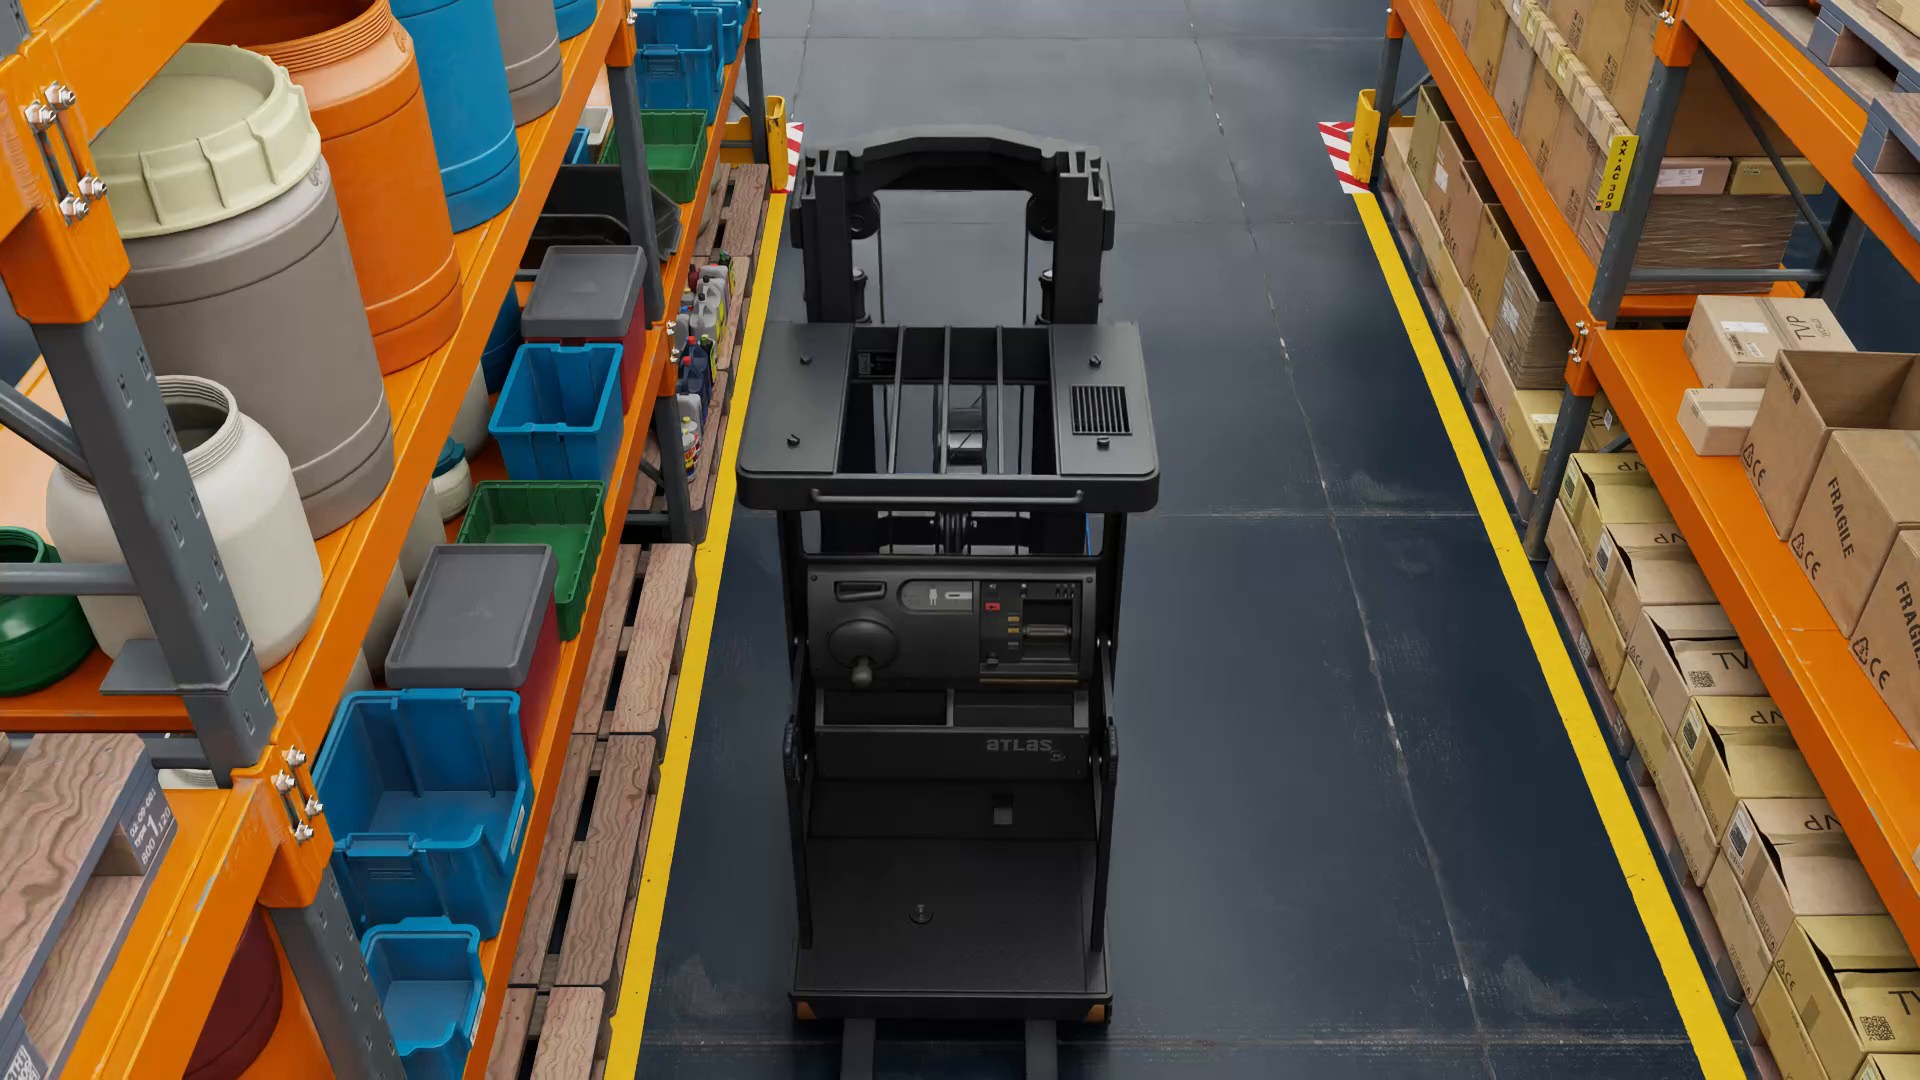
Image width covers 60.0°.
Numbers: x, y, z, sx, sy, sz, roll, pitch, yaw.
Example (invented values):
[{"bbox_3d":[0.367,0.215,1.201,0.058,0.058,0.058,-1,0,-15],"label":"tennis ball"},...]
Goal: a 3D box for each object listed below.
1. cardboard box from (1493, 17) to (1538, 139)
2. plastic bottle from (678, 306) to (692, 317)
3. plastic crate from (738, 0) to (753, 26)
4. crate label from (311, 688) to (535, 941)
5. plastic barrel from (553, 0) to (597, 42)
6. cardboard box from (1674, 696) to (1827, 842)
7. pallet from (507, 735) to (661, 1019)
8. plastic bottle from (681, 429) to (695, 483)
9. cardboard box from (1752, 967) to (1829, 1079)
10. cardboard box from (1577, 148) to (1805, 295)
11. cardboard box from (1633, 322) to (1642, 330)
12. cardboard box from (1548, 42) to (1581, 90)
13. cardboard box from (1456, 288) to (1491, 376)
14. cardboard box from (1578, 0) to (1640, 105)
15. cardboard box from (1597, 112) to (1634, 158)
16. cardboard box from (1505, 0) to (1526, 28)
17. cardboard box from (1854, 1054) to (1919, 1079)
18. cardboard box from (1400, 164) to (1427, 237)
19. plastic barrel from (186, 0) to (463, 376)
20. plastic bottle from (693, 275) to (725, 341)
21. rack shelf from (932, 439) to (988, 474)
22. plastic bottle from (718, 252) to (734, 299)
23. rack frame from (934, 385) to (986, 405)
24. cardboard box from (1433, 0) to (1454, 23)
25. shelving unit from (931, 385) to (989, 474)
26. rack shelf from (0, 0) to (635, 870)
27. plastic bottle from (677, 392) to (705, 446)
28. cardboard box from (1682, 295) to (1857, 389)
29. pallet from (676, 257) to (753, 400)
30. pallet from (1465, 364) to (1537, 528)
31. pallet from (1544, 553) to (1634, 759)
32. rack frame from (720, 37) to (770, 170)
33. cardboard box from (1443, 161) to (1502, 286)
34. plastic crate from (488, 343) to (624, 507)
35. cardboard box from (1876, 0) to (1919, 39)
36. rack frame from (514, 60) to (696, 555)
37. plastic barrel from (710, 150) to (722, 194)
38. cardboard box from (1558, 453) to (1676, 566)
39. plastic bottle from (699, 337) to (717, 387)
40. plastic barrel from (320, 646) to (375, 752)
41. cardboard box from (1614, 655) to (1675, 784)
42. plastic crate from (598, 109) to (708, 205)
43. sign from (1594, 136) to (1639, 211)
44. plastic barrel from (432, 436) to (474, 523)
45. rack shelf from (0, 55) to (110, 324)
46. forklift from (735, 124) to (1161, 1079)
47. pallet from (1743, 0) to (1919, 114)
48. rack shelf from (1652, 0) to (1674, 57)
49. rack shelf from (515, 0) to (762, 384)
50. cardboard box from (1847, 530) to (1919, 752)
[{"bbox_3d":[3.178,-2.384,8.492,0.700,0.500,0.500,1,39,1],"label":"cardboard box"},{"bbox_3d":[-1.470,-1.160,8.930,0.097,0.201,0.097,0,39,0],"label":"plastic bottle"},{"bbox_3d":[-1.467,-3.233,9.750,0.499,0.251,0.616,0,39,0],"label":"plastic crate"},{"bbox_3d":[-1.489,0.764,4.616,0.502,0.435,0.616,0,39,0],"label":"crate label"},{"bbox_3d":[-1.545,-2.151,5.481,0.600,0.901,0.708,0,39,0],"label":"plastic barrel"},{"bbox_3d":[2.945,0.807,6.005,0.500,0.311,0.500,1,39,1],"label":"cardboard box"},{"bbox_3d":[-1.719,1.242,6.277,1.003,0.211,1.213,0,39,0],"label":"pallet"},{"bbox_3d":[-1.325,-0.409,7.937,0.097,0.271,0.097,0,39,0],"label":"plastic bottle"},{"bbox_3d":[2.947,1.656,5.394,0.500,0.250,0.500,0,39,-1],"label":"cardboard box"},{"bbox_3d":[3.184,-1.420,7.289,0.700,0.500,0.500,-1,39,-1],"label":"cardboard box"},{"bbox_3d":[3.495,-1.090,8.221,0.500,0.500,0.500,0,39,0],"label":"cardboard box"},{"bbox_3d":[2.977,-2.202,7.746,0.380,0.149,0.250,0,39,0],"label":"cardboard box"},{"bbox_3d":[2.966,-1.110,8.845,0.500,0.250,0.500,0,39,0],"label":"cardboard box"},{"bbox_3d":[3.182,-2.243,7.278,0.700,0.500,0.500,0,39,0],"label":"cardboard box"},{"bbox_3d":[2.978,-1.720,7.145,0.380,0.149,0.250,-1,39,-1],"label":"cardboard box"},{"bbox_3d":[2.972,-2.691,8.356,0.380,0.149,0.250,0,39,0],"label":"cardboard box"},{"bbox_3d":[2.949,1.761,4.814,0.500,0.311,0.500,1,39,1],"label":"cardboard box"},{"bbox_3d":[2.969,-2.048,10.015,0.500,0.250,0.500,0,39,0],"label":"cardboard box"},{"bbox_3d":[-1.543,-0.862,3.930,0.600,0.830,0.708,0,39,0],"label":"plastic barrel"},{"bbox_3d":[-1.349,-1.246,8.918,0.144,0.351,0.185,1,39,2],"label":"plastic bottle"},{"bbox_3d":[0.000,-0.390,7.672,0.258,0.077,0.200,0,39,0],"label":"rack shelf"},{"bbox_3d":[-1.308,-1.494,9.282,0.061,0.283,0.133,1,39,1],"label":"plastic bottle"},{"bbox_3d":[0.000,-0.410,7.787,0.240,0.900,0.006,0,39,0],"label":"rack frame"},{"bbox_3d":[3.174,-3.352,9.700,0.700,0.500,0.500,0,39,0],"label":"cardboard box"},{"bbox_3d":[0.000,-0.346,7.708,0.258,0.900,0.210,0,39,0],"label":"shelving unit"},{"bbox_3d":[-1.760,-0.742,4.699,1.077,0.370,4.000,0,39,0],"label":"rack shelf"},{"bbox_3d":[-1.352,-0.613,8.188,0.152,0.276,0.135,1,39,2],"label":"plastic bottle"},{"bbox_3d":[3.235,-0.737,6.637,0.500,0.250,0.500,2,39,3],"label":"cardboard box"},{"bbox_3d":[-1.726,-1.199,9.323,1.003,0.211,1.213,0,39,0],"label":"pallet"},{"bbox_3d":[3.232,-0.513,8.467,1.003,0.211,1.213,0,39,0],"label":"pallet"},{"bbox_3d":[3.231,0.445,7.271,1.003,0.211,1.213,0,39,0],"label":"pallet"},{"bbox_3d":[-1.767,-3.604,10.094,1.000,3.000,0.127,0,39,0],"label":"rack frame"},{"bbox_3d":[2.963,-1.715,9.000,0.500,0.500,0.500,0,39,0],"label":"cardboard box"},{"bbox_3d":[-1.450,-0.407,6.117,0.392,0.384,0.575,0,39,0],"label":"plastic crate"},{"bbox_3d":[3.185,-1.651,5.042,0.500,0.250,0.500,-4,39,-4],"label":"cardboard box"},{"bbox_3d":[-1.763,-1.103,6.973,1.000,3.000,0.127,0,39,0],"label":"rack frame"},{"bbox_3d":[-1.690,-2.385,10.227,0.421,0.512,0.421,0,39,0],"label":"plastic barrel"},{"bbox_3d":[2.942,-0.155,7.205,0.500,0.311,0.500,0,39,0],"label":"cardboard box"},{"bbox_3d":[-1.307,-0.941,8.591,0.061,0.283,0.133,2,39,2],"label":"plastic bottle"},{"bbox_3d":[-1.973,0.449,4.948,0.421,0.512,0.421,0,39,0],"label":"plastic barrel"},{"bbox_3d":[2.946,0.701,6.585,0.500,0.250,0.500,-1,39,-1],"label":"cardboard box"},{"bbox_3d":[-1.482,-1.869,8.098,0.450,0.188,0.662,0,39,0],"label":"plastic crate"},{"bbox_3d":[2.636,-1.471,6.677,0.100,0.325,0.005,0,39,0],"label":"sign"},{"bbox_3d":[-1.914,-0.221,5.983,0.301,0.262,0.301,0,39,0],"label":"plastic barrel"},{"bbox_3d":[-1.756,0.745,0.765,1.077,0.370,4.000,0,39,0],"label":"rack shelf"},{"bbox_3d":[-0.027,0.355,5.208,1.130,2.935,3.031,0,39,1],"label":"forklift"},{"bbox_3d":[3.205,-1.648,5.408,0.805,0.209,1.217,-1,39,-2],"label":"pallet"},{"bbox_3d":[3.189,-3.244,7.822,1.077,0.370,4.000,0,39,0],"label":"rack shelf"},{"bbox_3d":[-1.765,-2.073,8.758,1.077,0.370,4.000,0,39,0],"label":"rack shelf"},{"bbox_3d":[3.177,0.309,5.131,0.500,0.500,0.500,-2,39,-2],"label":"cardboard box"}]
